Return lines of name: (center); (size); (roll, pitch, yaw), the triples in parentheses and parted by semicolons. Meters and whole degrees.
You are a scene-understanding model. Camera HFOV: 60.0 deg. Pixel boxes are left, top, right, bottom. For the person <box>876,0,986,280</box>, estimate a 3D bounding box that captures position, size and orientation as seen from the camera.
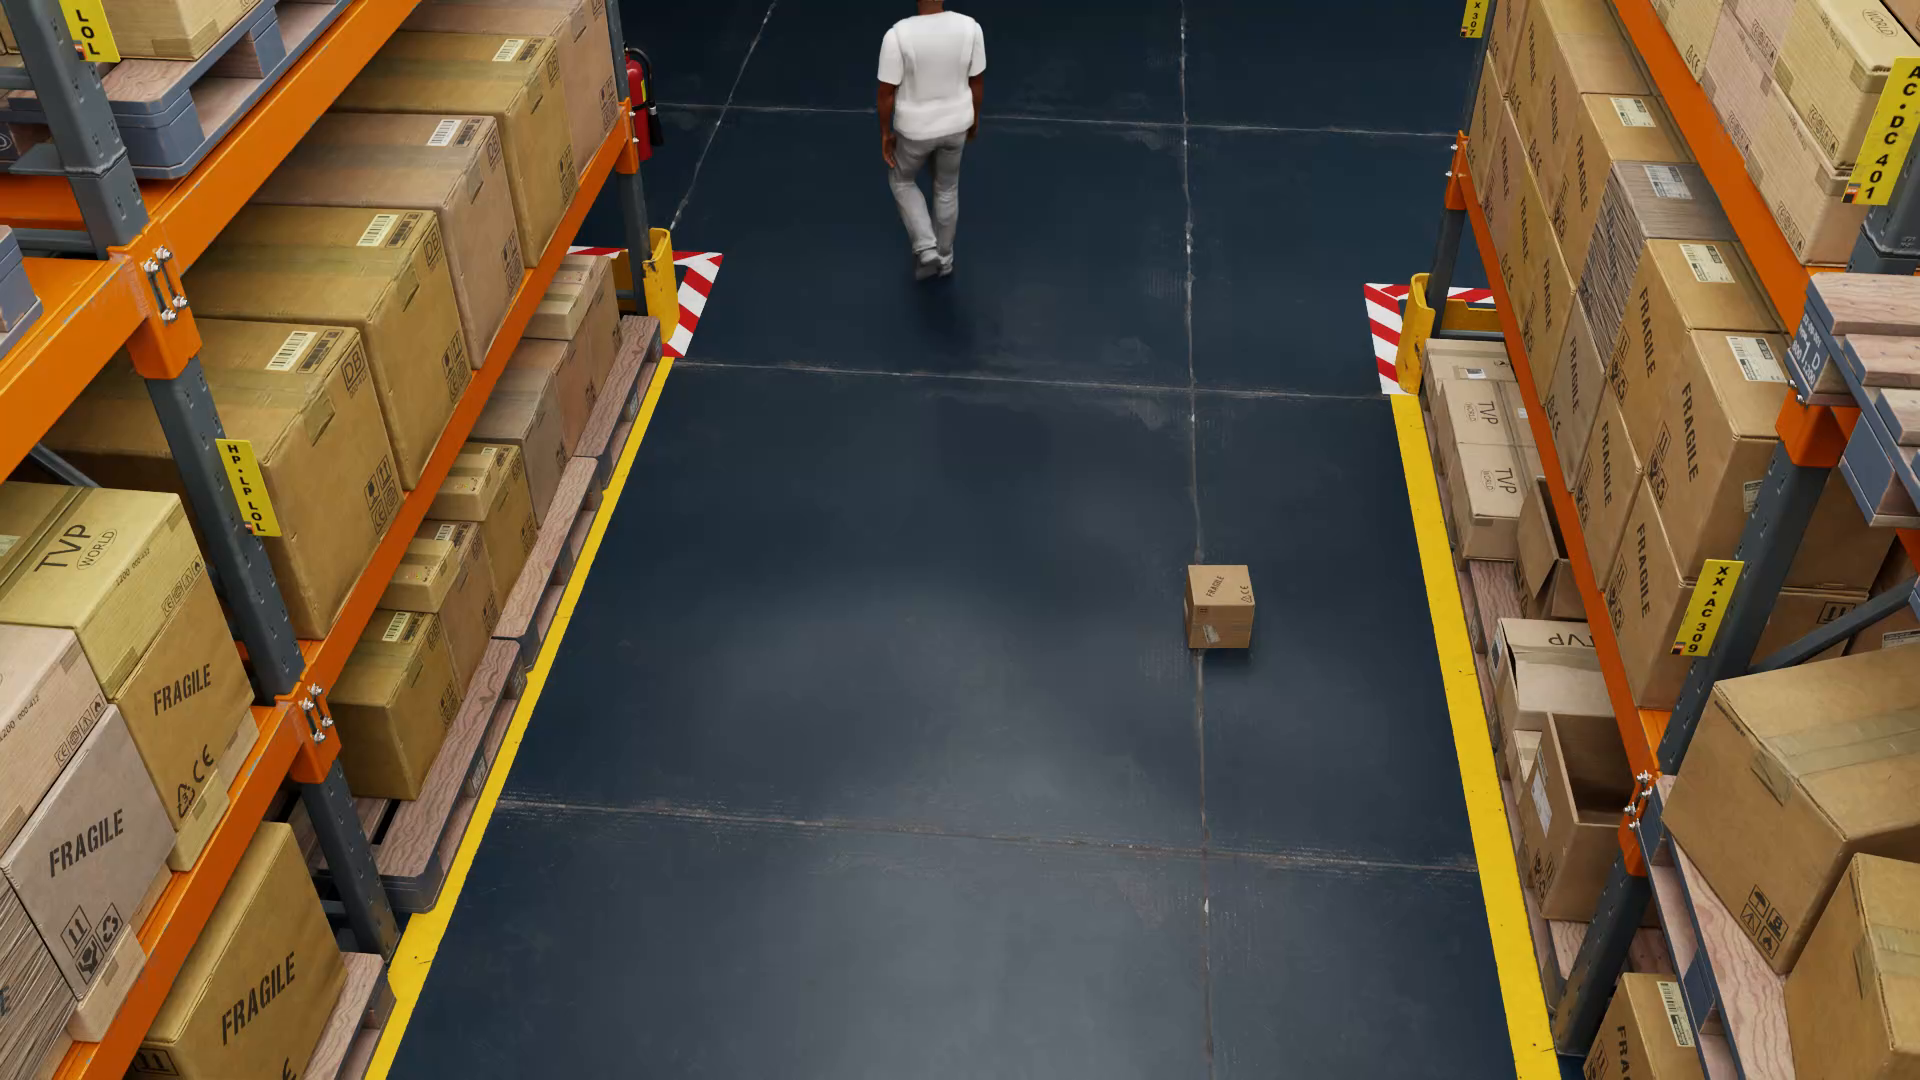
person: (-0.151, -2.159, 8.685); (0.590, 1.758, 0.510); (-10, 41, -12)
